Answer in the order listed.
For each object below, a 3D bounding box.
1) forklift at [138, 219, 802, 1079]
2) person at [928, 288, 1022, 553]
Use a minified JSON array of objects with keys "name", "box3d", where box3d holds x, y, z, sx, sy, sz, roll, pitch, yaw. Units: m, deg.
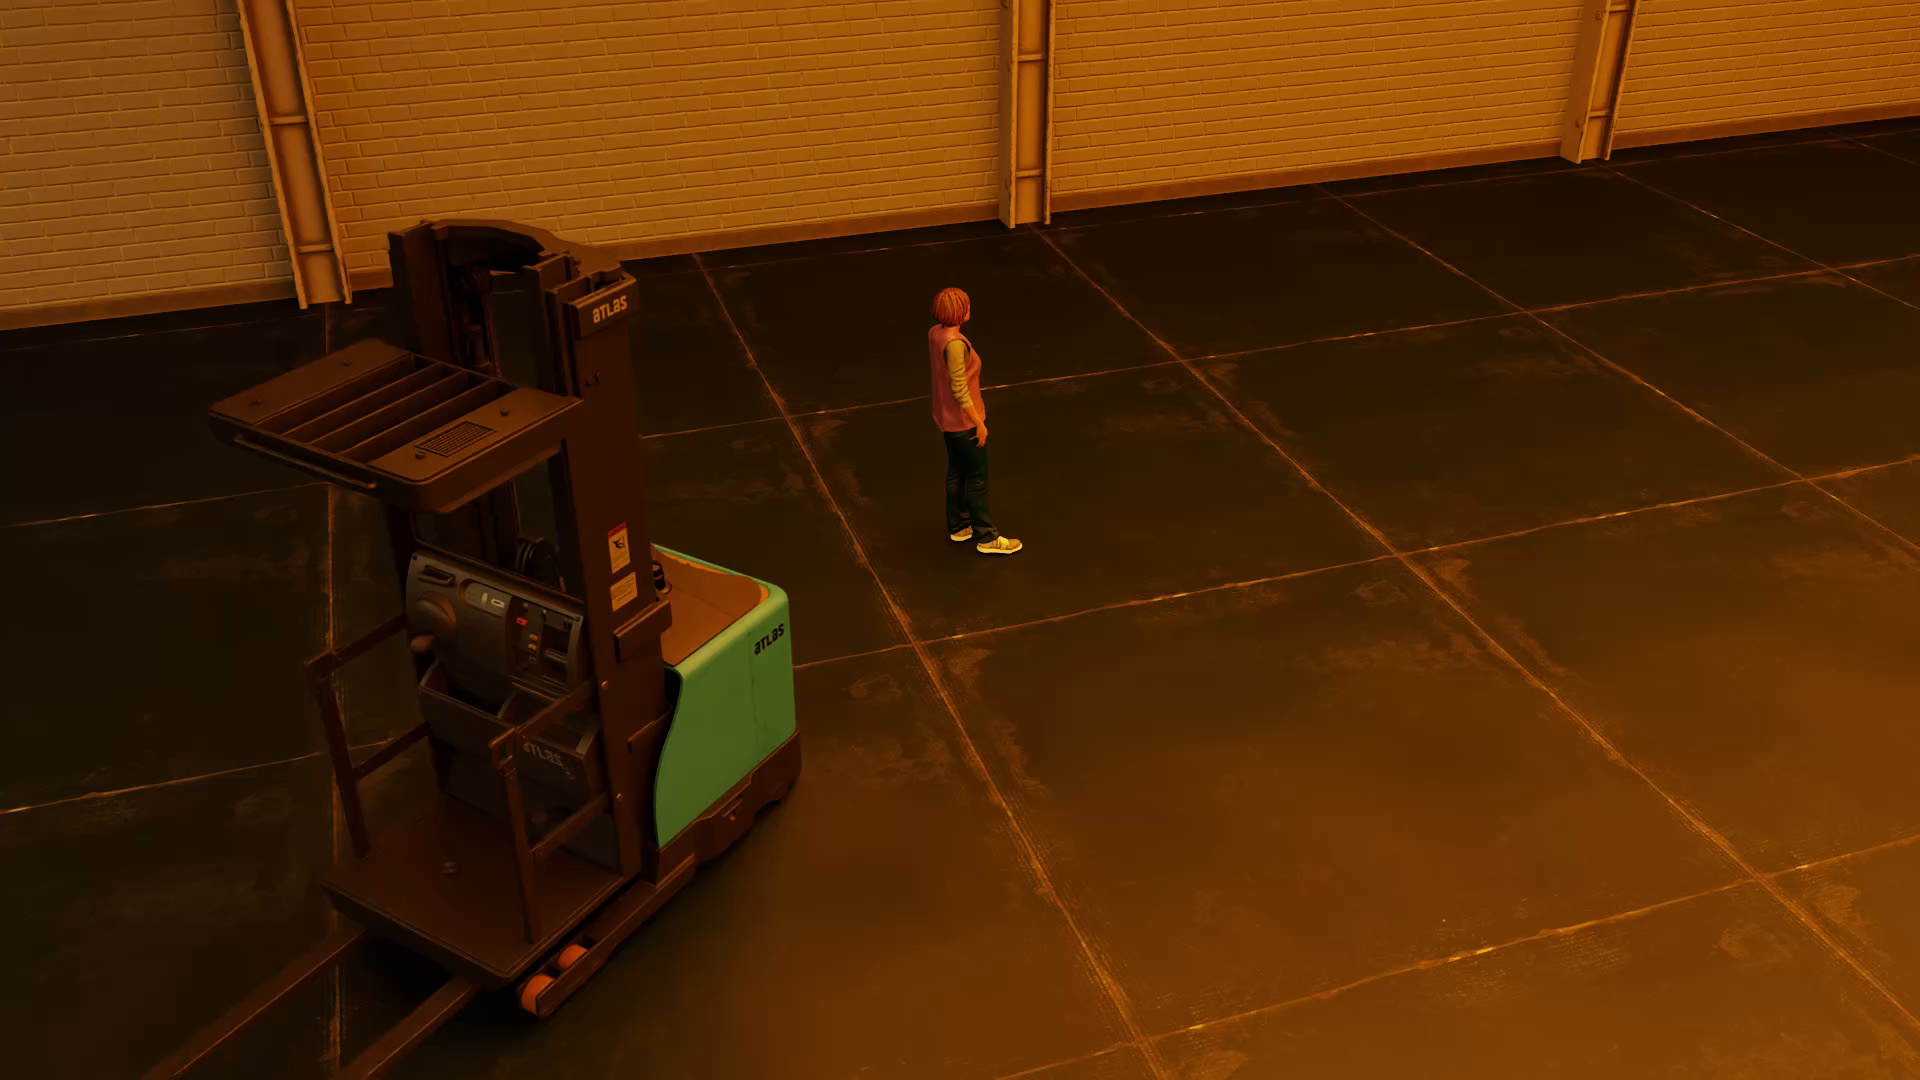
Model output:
[{"name":"forklift","box3d":[-1.957,0.380,6.426,1.130,2.935,3.031,17,34,27]},{"name":"person","box3d":[0.075,-0.704,9.634,0.473,1.599,0.521,-10,31,-16]}]
